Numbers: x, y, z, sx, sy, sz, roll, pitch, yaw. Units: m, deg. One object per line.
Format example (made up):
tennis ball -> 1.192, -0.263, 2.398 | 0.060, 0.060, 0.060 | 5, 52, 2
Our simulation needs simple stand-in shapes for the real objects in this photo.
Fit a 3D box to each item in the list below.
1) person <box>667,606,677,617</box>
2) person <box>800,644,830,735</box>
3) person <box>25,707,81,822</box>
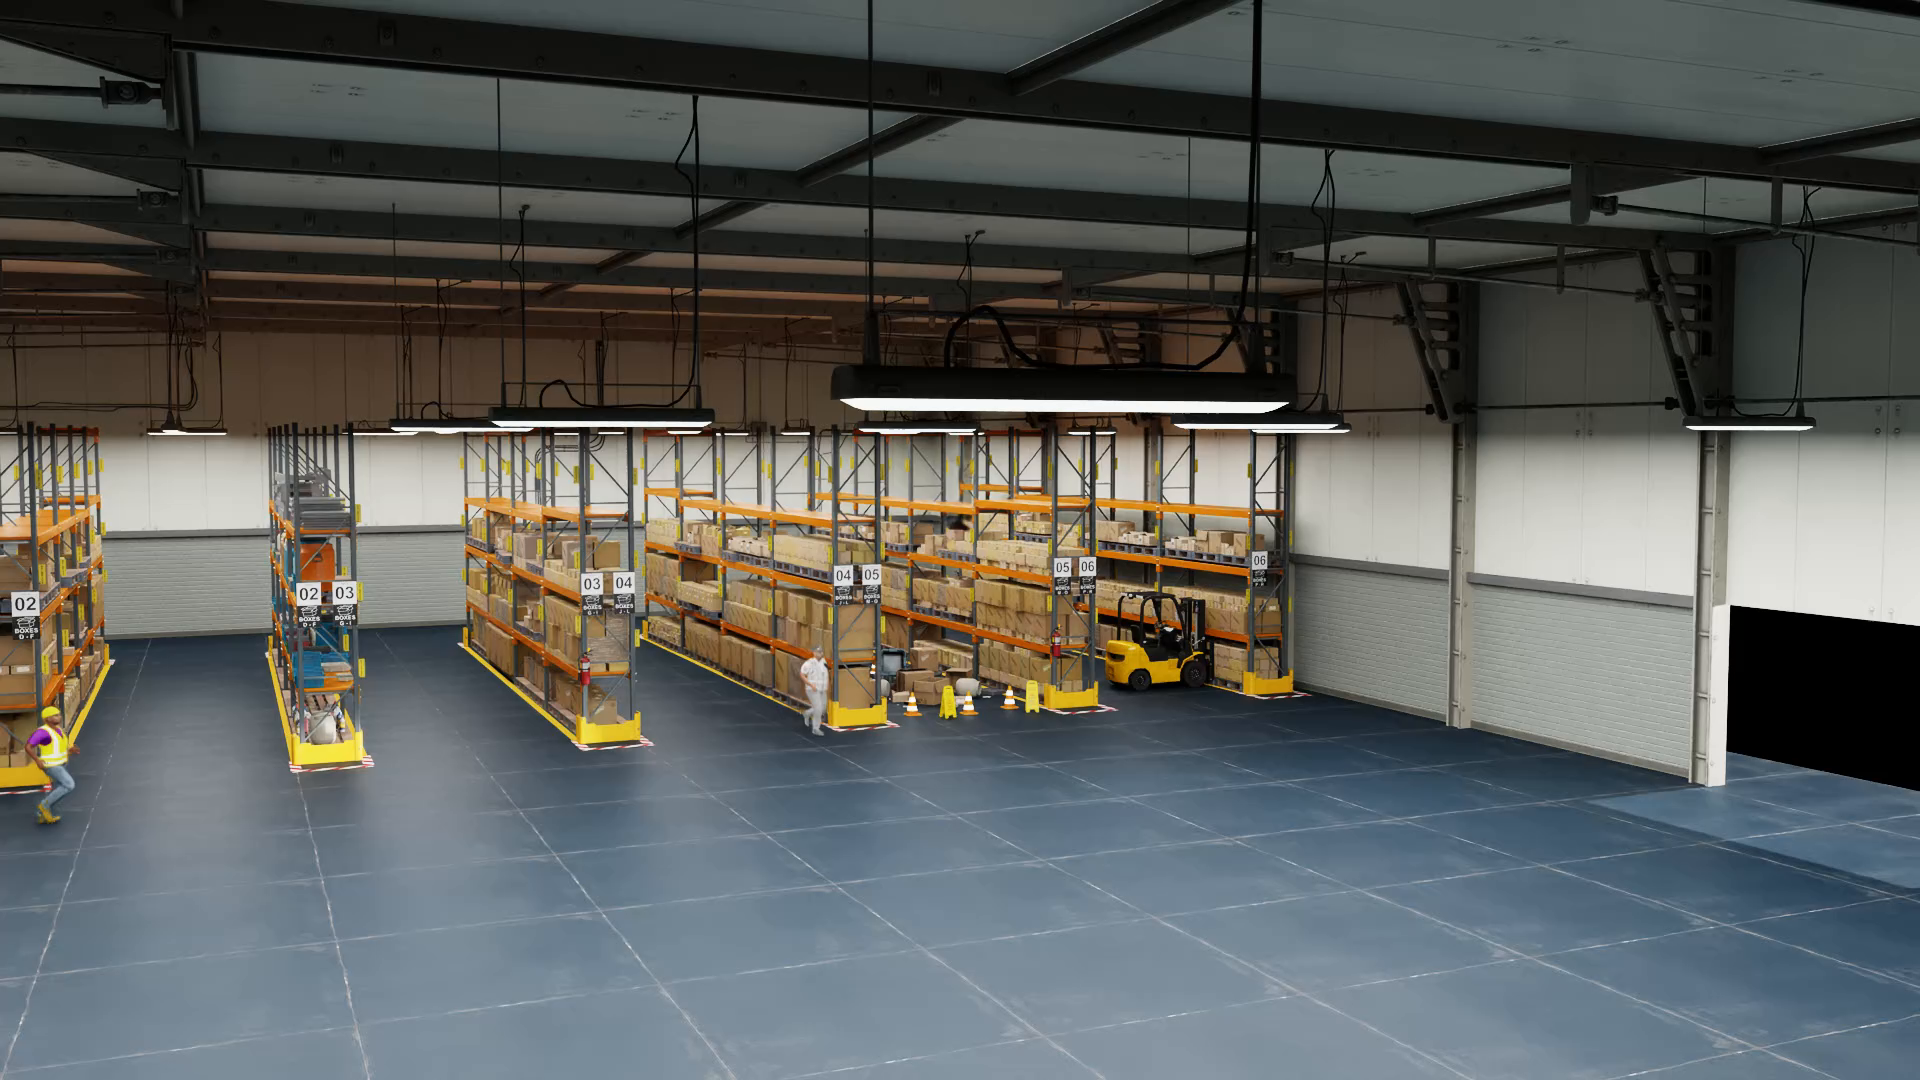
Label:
person -> -8.649, 1.770, 49.882 | 0.669, 1.827, 0.864 | 3, 5, 40
person -> -2.834, 2.894, 32.388 | 0.697, 1.757, 0.707 | 3, 5, 41
person -> -13.421, 3.334, 24.706 | 0.632, 1.722, 0.686 | 0, 4, -7
